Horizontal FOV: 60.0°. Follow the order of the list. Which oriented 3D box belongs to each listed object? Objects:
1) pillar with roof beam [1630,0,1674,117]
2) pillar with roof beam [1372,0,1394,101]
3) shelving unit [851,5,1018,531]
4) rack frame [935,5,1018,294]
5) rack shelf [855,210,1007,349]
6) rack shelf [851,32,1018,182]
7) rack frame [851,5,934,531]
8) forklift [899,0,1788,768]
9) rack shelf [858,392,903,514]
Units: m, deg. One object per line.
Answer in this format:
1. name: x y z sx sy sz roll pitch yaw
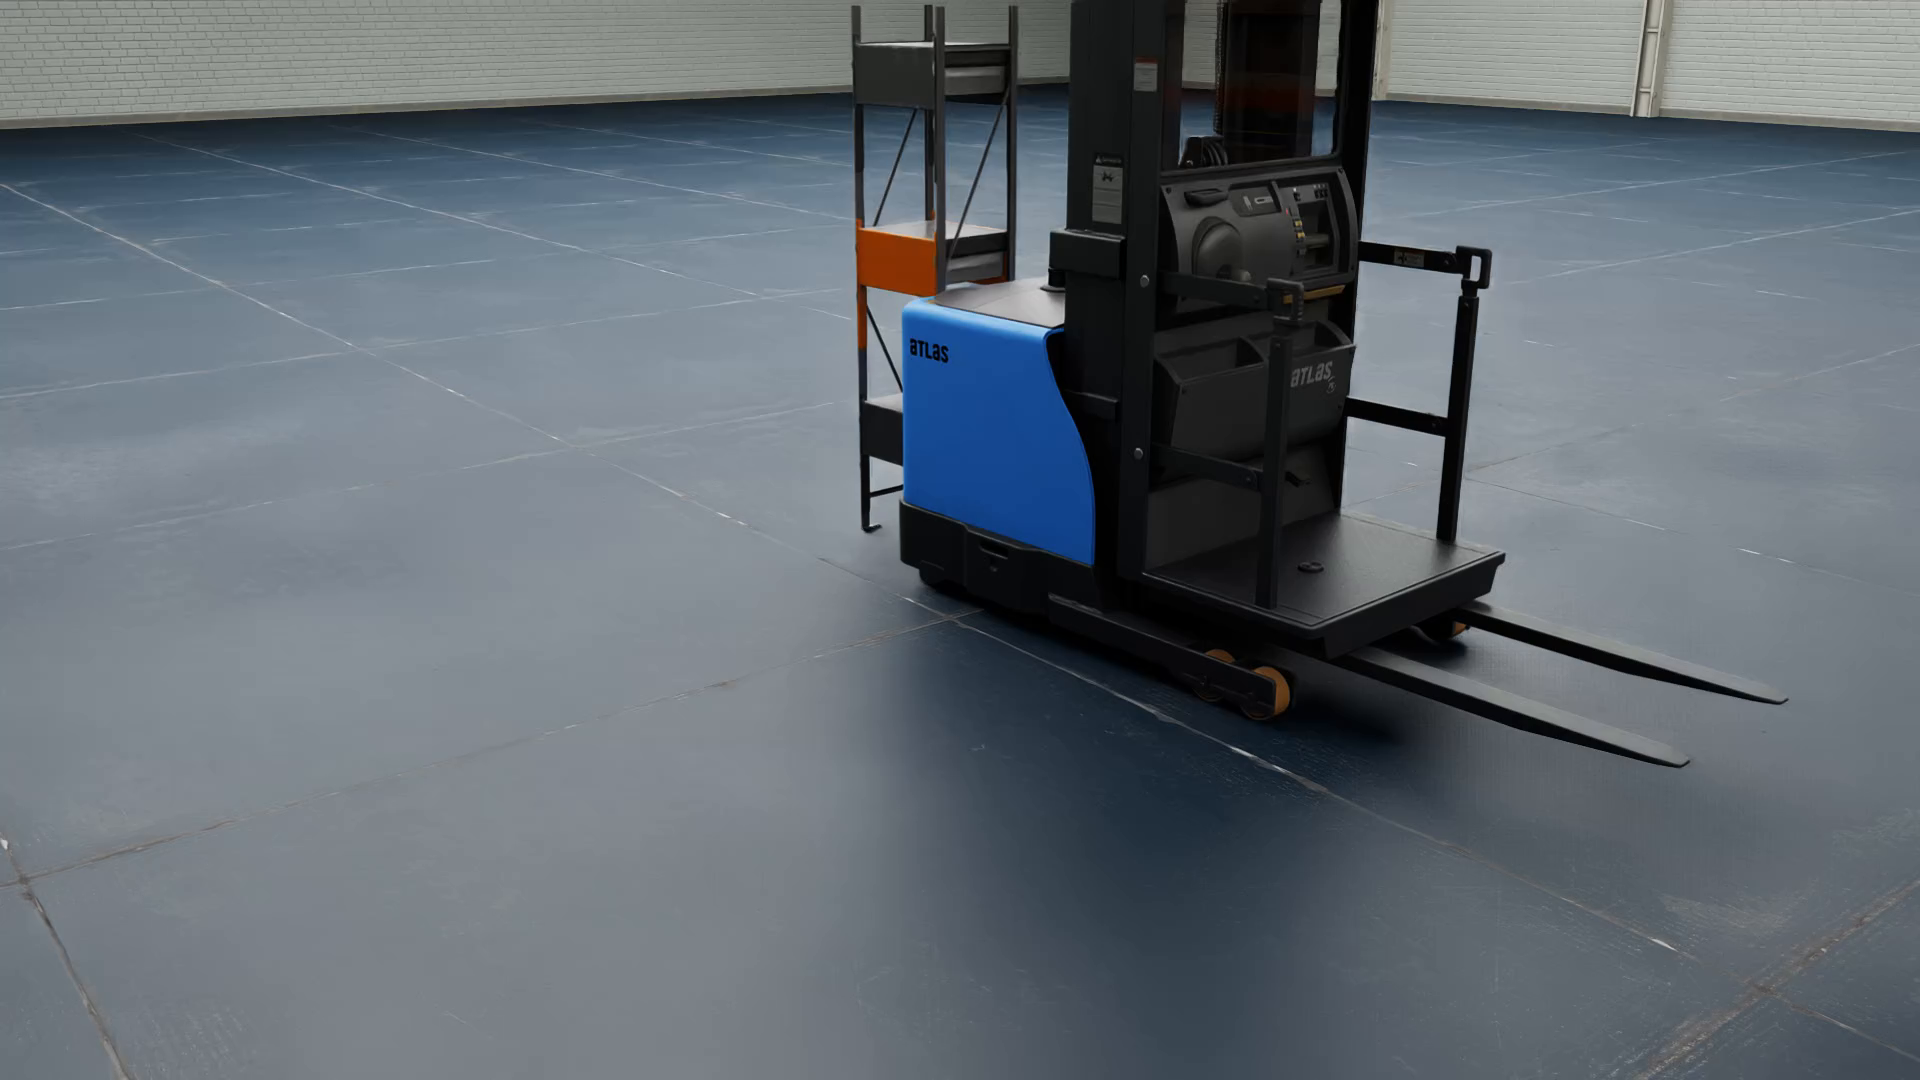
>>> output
1. pillar with roof beam: 8.884 -11.020 25.827 9.100 9.000 0.400 -14 23 -36
2. pillar with roof beam: 5.159 -12.499 30.292 9.100 9.000 0.400 -14 23 -36
3. shelving unit: -0.098 -1.022 6.608 0.431 2.100 0.503 -16 24 -39
4. rack frame: 0.065 -0.965 6.435 0.400 2.100 0.015 -16 24 -39
5. rack shelf: -0.098 -1.009 6.612 0.431 0.518 0.480 -16 24 -39
6. rack shelf: -0.098 -1.673 6.392 0.431 0.518 0.480 -16 24 -39
7. rack frame: -0.261 -1.079 6.780 0.400 2.100 0.015 -16 24 -39
8. forklift: 1.127 -1.010 5.250 1.130 2.935 3.031 -16 24 -39
9. rack shelf: -0.098 -0.344 6.832 0.431 0.518 0.480 -16 24 -39
